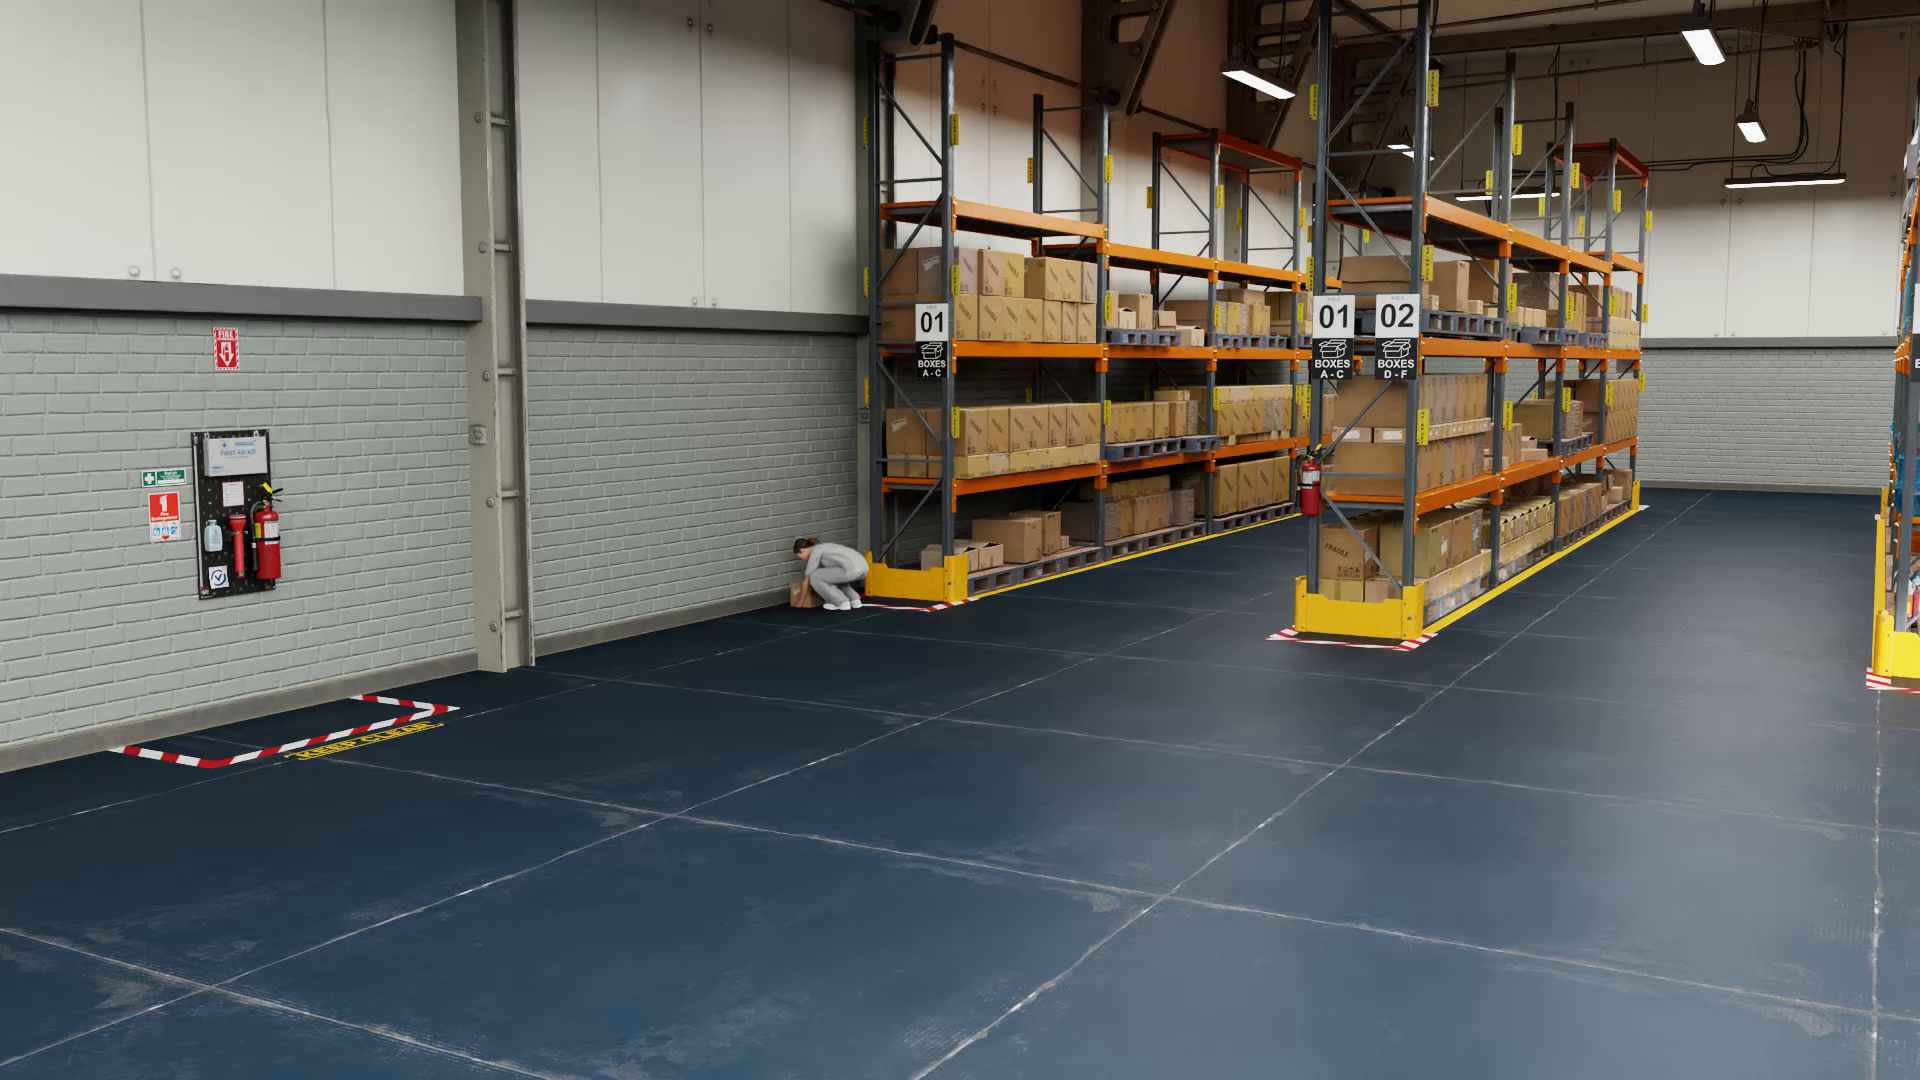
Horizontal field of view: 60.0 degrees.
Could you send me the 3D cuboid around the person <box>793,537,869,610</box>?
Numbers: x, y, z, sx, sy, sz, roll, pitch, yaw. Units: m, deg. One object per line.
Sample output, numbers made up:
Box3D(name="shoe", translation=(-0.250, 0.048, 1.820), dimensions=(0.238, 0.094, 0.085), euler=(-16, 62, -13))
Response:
Box3D(name="person", translation=(-1.370, 0.371, 17.515), dimensions=(0.841, 0.811, 0.468), euler=(3, 7, 28))
